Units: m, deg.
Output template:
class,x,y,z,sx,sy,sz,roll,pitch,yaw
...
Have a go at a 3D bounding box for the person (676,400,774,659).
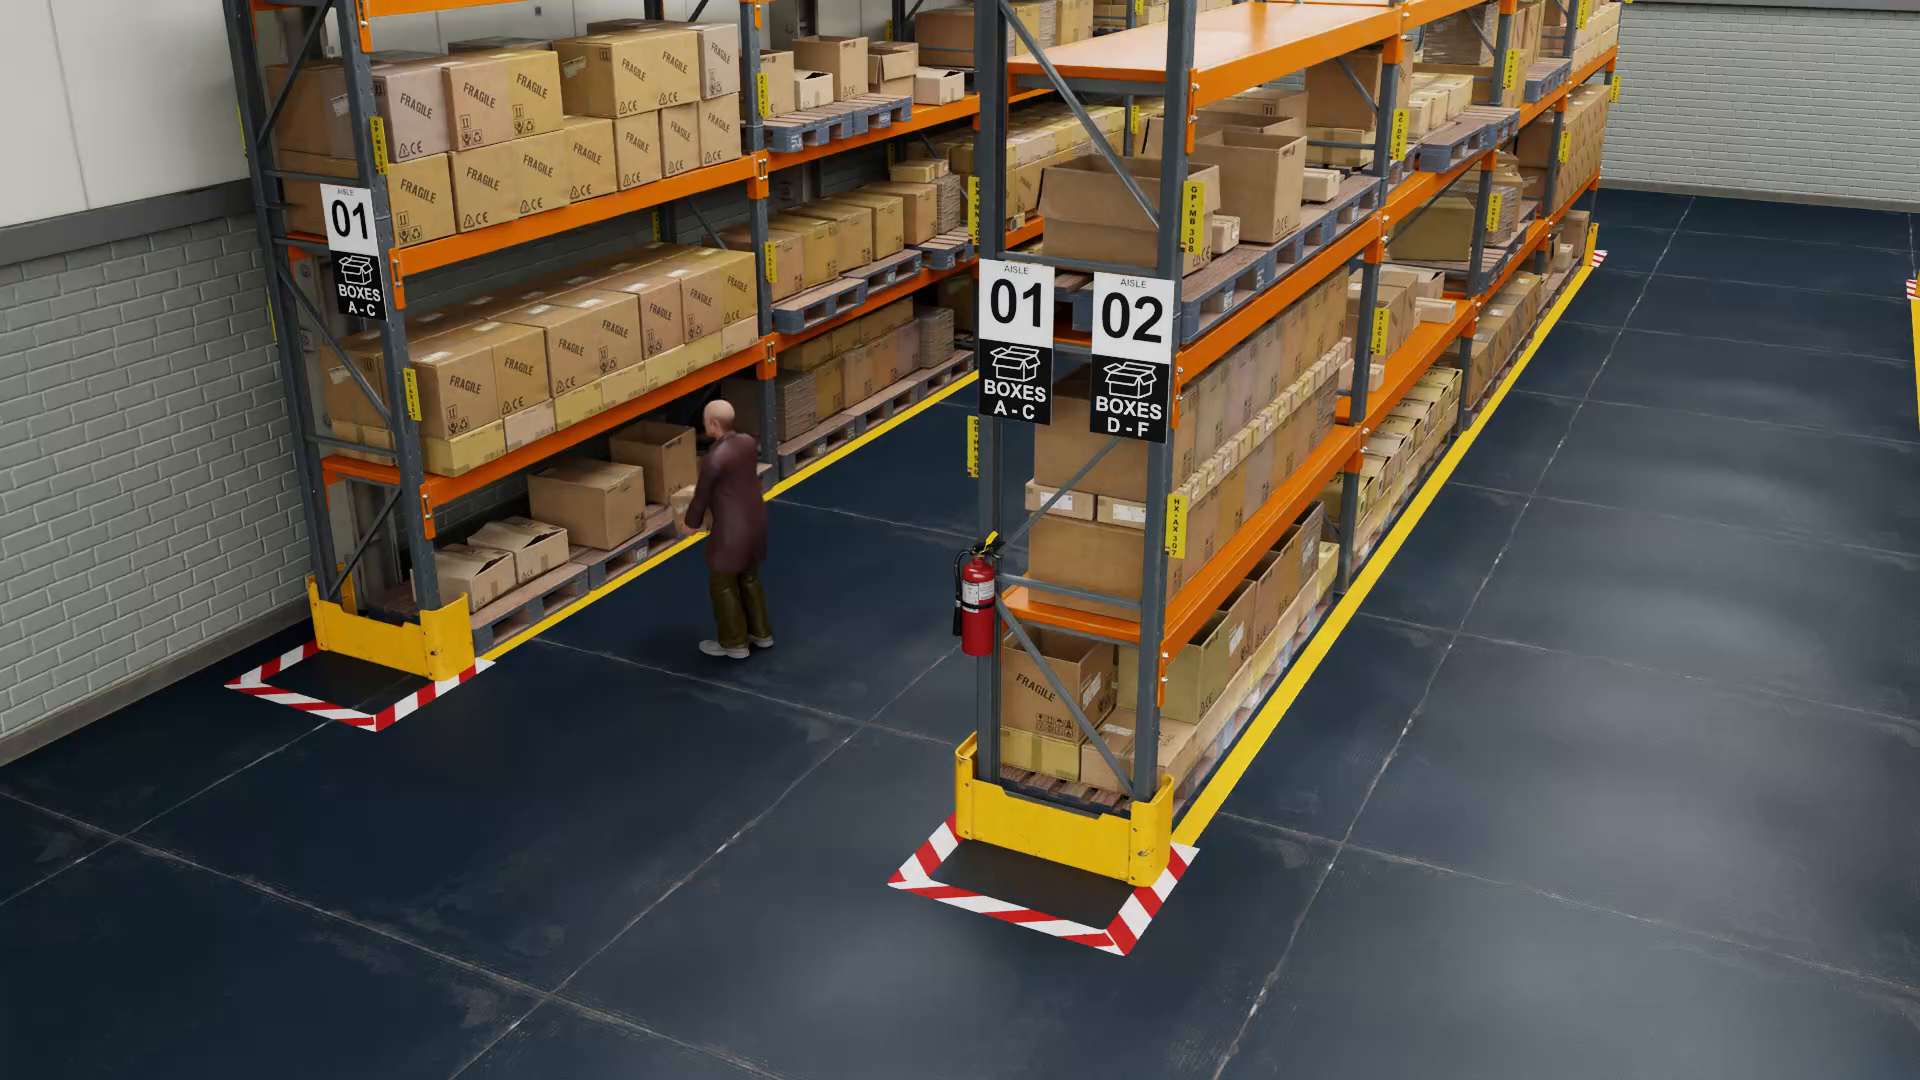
class,x,y,z,sx,sy,sz,roll,pitch,yaw
person,-1.563,-0.087,11.008,0.572,1.774,0.531,10,25,24
